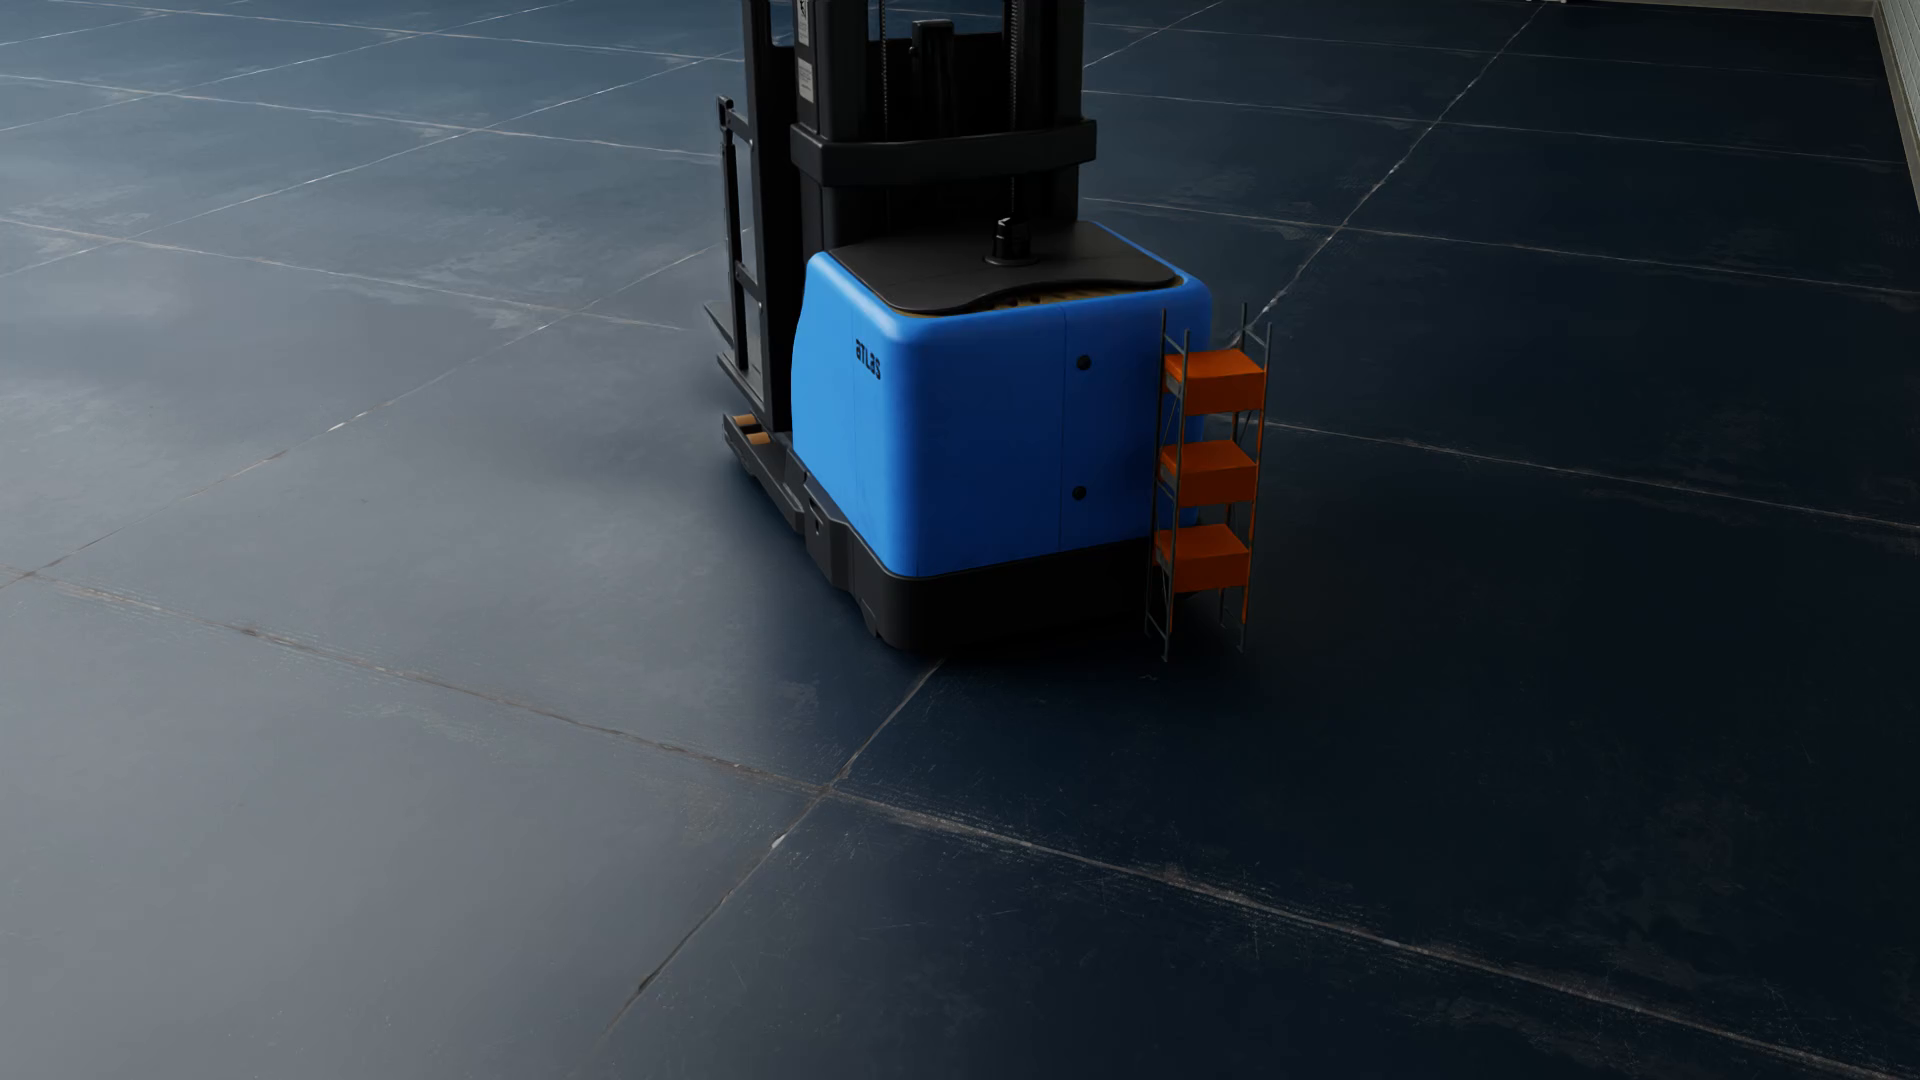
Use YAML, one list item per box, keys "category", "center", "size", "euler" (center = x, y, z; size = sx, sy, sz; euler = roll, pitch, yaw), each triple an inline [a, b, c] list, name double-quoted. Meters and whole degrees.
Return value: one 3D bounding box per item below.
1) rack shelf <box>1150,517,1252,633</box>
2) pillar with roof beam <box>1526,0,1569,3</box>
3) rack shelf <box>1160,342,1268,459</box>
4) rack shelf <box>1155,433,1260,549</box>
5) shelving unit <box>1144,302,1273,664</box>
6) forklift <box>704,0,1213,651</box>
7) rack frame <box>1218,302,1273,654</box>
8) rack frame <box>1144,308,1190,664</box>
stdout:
- category: "rack shelf"
  center: [0.718, 0.104, 5.004]
  size: [0.240, 0.259, 0.215]
  euler: [-6, 27, -12]
- category: "pillar with roof beam"
  center: [4.200, -7.803, 11.412]
  size: [0.400, 9.000, 9.100]
  euler: [11, 28, 22]
- category: "rack shelf"
  center: [0.718, -0.400, 4.756]
  size: [0.240, 0.259, 0.215]
  euler: [-6, 27, -12]
- category: "rack shelf"
  center: [0.718, -0.146, 4.881]
  size: [0.240, 0.259, 0.215]
  euler: [-6, 27, -12]
- category: "shelving unit"
  center: [0.718, -0.155, 4.876]
  size: [0.252, 1.050, 0.215]
  euler: [-6, 27, -12]
- category: "forklift"
  center: [-0.261, -1.613, 5.708]
  size: [1.130, 2.935, 3.031]
  euler: [-10, 28, -19]
- category: "rack frame"
  center: [0.836, -0.168, 4.902]
  size: [0.008, 1.050, 0.200]
  euler: [-6, 27, -12]
- category: "rack frame"
  center: [0.599, -0.142, 4.851]
  size: [0.008, 1.050, 0.200]
  euler: [-6, 27, -12]
